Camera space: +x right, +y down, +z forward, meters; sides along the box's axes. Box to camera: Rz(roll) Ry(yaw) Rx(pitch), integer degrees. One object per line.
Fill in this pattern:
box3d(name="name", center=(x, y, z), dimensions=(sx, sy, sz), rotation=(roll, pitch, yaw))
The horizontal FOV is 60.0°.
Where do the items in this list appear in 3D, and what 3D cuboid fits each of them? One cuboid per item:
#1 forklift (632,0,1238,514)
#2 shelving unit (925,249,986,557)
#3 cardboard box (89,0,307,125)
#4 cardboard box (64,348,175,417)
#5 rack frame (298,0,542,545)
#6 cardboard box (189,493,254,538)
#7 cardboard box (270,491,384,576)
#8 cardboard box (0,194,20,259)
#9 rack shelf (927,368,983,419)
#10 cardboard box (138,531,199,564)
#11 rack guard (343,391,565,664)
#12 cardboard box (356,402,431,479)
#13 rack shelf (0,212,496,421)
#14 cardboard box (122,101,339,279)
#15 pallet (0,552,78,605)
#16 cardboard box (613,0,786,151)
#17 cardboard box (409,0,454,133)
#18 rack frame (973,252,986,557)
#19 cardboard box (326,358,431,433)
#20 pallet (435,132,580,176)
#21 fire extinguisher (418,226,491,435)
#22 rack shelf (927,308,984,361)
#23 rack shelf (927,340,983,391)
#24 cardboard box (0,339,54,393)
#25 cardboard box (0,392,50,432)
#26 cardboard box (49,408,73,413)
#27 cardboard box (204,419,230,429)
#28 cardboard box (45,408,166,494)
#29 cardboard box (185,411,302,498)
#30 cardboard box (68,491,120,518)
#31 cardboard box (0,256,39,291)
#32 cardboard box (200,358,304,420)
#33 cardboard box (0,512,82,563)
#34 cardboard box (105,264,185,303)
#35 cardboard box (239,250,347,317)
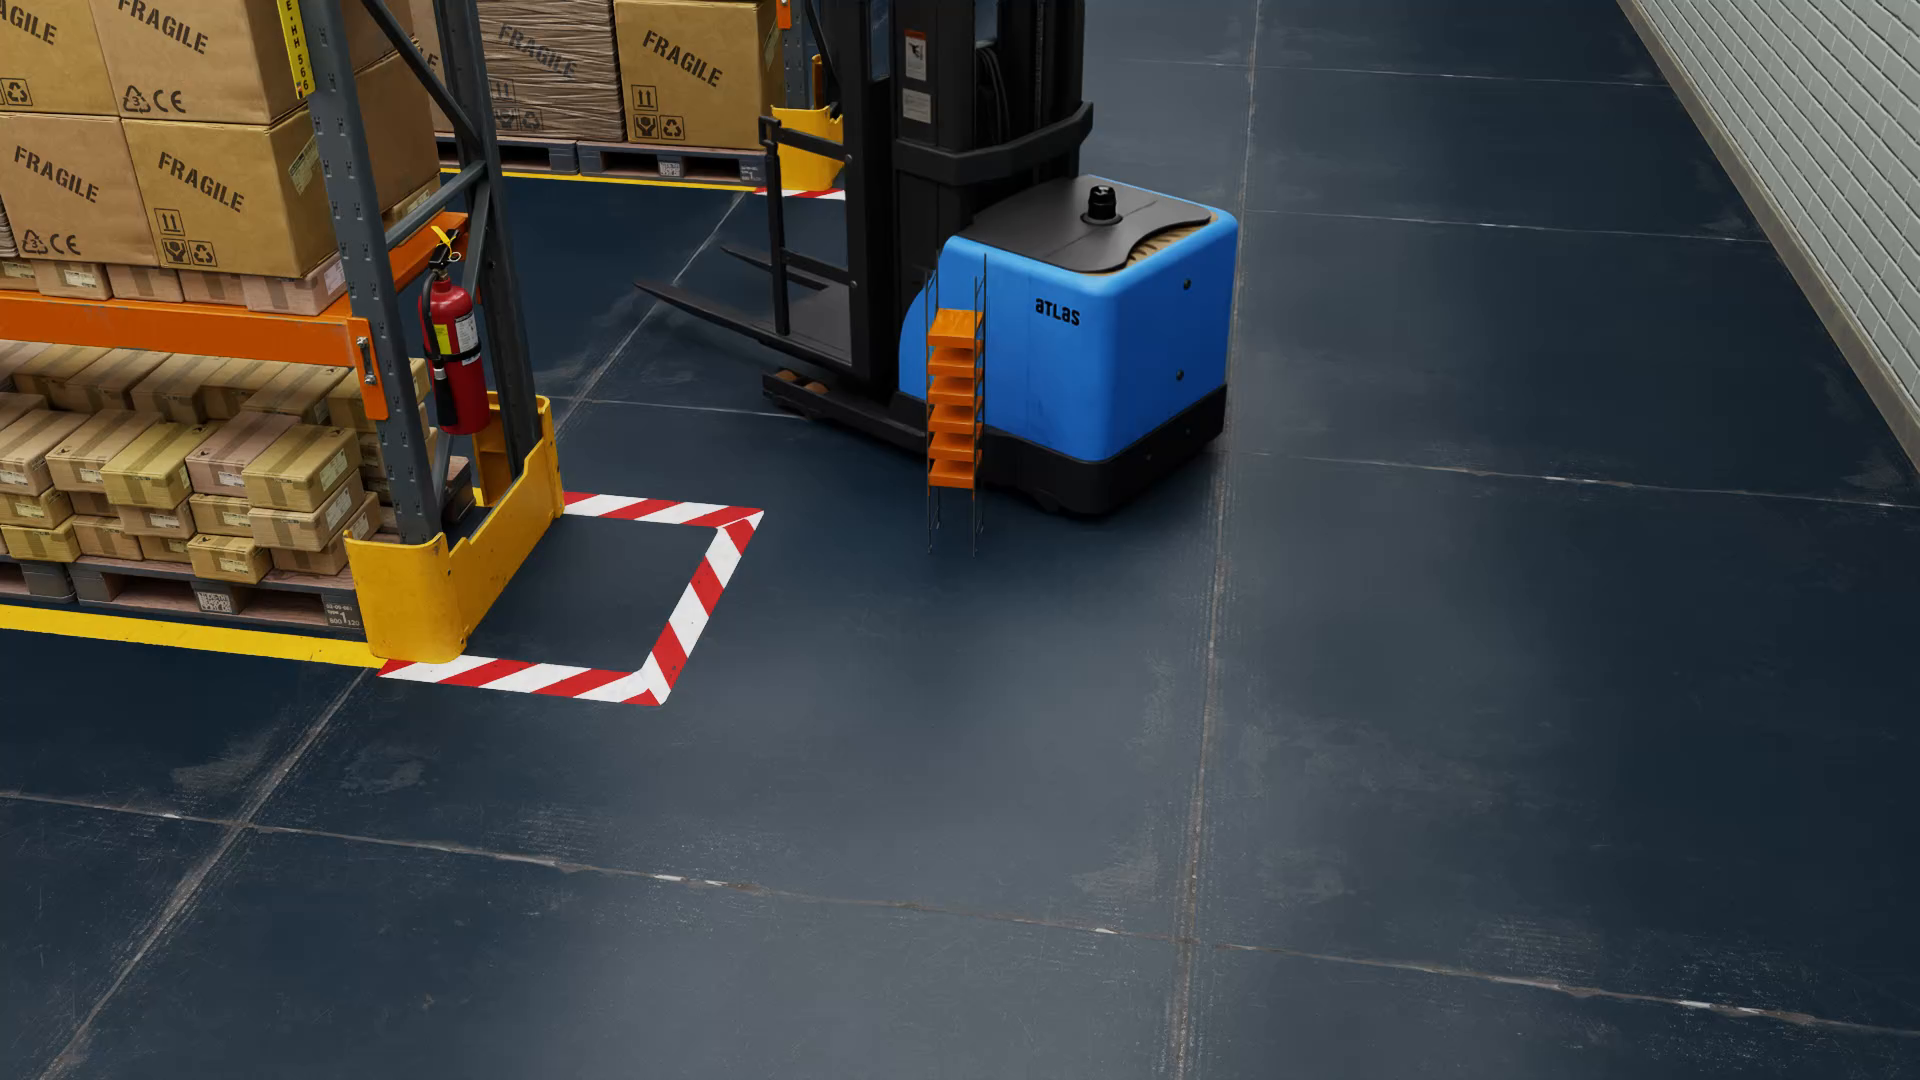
box3d(name="forklift", center=(-0.286, -1.988, 7.164), dimensions=(3.031, 2.935, 1.130), rotation=(24, 39, 33))
box3d(name="shelving unit", center=(-0.014, -0.510, 6.434), dimensions=(0.189, 1.200, 0.258), rotation=(5, 32, 8))
box3d(name="cardboard box", center=(-2.328, -1.633, 5.215), dimensions=(0.500, 0.500, 0.500), rotation=(5, 32, 7))
box3d(name="cardboard box", center=(-3.344, -0.636, 6.670), dimensions=(0.250, 0.149, 0.380), rotation=(6, 33, 10))
box3d(name="rack frame", center=(-1.835, -1.130, 5.729), dimensions=(0.127, 3.000, 1.000), rotation=(5, 32, 8))
box3d(name="cardboard box", center=(-2.652, -0.175, 6.214), dimensions=(0.250, 0.149, 0.380), rotation=(4, 32, 7))
box3d(name="cardboard box", center=(-2.389, -0.038, 6.274), dimensions=(0.250, 0.149, 0.380), rotation=(6, 32, 9))
box3d(name="cardboard box", center=(-3.330, -1.293, 5.614), dimensions=(0.500, 0.500, 0.500), rotation=(5, 32, 8))
box3d(name="rack shelf", center=(-0.014, -0.574, 6.394), dimensions=(0.180, 0.103, 0.258), rotation=(5, 32, 8))
box3d(name="cardboard box", center=(-2.906, -0.076, 6.336), dimensions=(0.250, 0.149, 0.380), rotation=(5, 32, 8))
box3d(name="rack guard", center=(-1.910, -0.078, 6.403), dimensions=(0.348, 0.500, 1.175), rotation=(5, 32, 8))
box3d(name="cardboard box", center=(-2.309, -0.407, 6.584), dimensions=(0.250, 0.149, 0.380), rotation=(6, 33, 10))
box3d(name="rack shelf", center=(-3.807, -1.004, 6.205), dimensions=(4.000, 0.370, 1.077), rotation=(5, 32, 8))
box3d(name="cardboard box", center=(-2.322, -1.204, 5.472), dimensions=(0.500, 0.500, 0.500), rotation=(6, 33, 9))
box3d(name="pallet", center=(-3.904, -0.156, 6.801), dimensions=(1.213, 0.211, 1.003), rotation=(5, 32, 8))
box3d(name="cardboard box", center=(-1.546, -3.008, 10.335), dimensions=(0.875, 0.875, 0.875), rotation=(5, 32, 8))
box3d(name="cardboard box", center=(-3.320, -3.169, 10.592), dimensions=(0.875, 0.875, 0.875), rotation=(5, 32, 8))
box3d(name="rack frame", center=(0.076, -0.502, 6.421), dimensions=(0.006, 1.200, 0.240), rotation=(5, 32, 8))
box3d(name="cardboard box", center=(-2.295, -0.576, 6.574), dimensions=(0.250, 0.149, 0.380), rotation=(4, 32, 6))
box3d(name="pallet", center=(-2.902, -2.674, 10.823), dimensions=(1.213, 0.211, 1.003), rotation=(5, 32, 8))
box3d(name="fire extinguisher", center=(-1.665, -0.676, 5.426), dimensions=(0.183, 0.674, 0.296), rotation=(5, 32, 8))
box3d(name="rack shelf", center=(-0.014, -0.777, 6.266), dimensions=(0.180, 0.103, 0.258), rotation=(5, 32, 8))
box3d(name="rack shelf", center=(-0.014, -0.676, 6.330), dimensions=(0.180, 0.103, 0.258), rotation=(5, 32, 8))
box3d(name="cardboard box", center=(-3.859, -0.656, 6.701), dimensions=(0.250, 0.149, 0.380), rotation=(5, 32, 8))
box3d(name="cardboard box", center=(-3.675, -0.409, 6.306), dimensions=(0.250, 0.149, 0.380), rotation=(4, 32, 7))
box3d(name="cardboard box", center=(-3.612, -0.493, 6.721), dimensions=(0.250, 0.149, 0.380), rotation=(7, 33, 11))
box3d(name="cardboard box", center=(-2.825, -0.437, 6.631), dimensions=(0.250, 0.149, 0.380), rotation=(6, 32, 9))
box3d(name="cardboard box", center=(-3.159, -0.332, 6.184), dimensions=(0.250, 0.149, 0.380), rotation=(4, 32, 6))
box3d(name="cardboard box", center=(-2.638, -0.319, 6.163), dimensions=(0.250, 0.149, 0.380), rotation=(6, 33, 9))
box3d(name="cardboard box", center=(-3.164, -0.247, 6.328), dimensions=(0.250, 0.149, 0.380), rotation=(5, 32, 8))
box3d(name="cardboard box", center=(-3.203, -1.011, 5.775), dimensions=(0.250, 0.149, 0.380), rotation=(4, 32, 6))
box3d(name="cardboard box", center=(-2.814, -0.628, 6.656), dimensions=(0.250, 0.149, 0.380), rotation=(5, 32, 8))
box3d(name="cardboard box", center=(-3.413, -0.082, 6.344), dimensions=(0.250, 0.149, 0.380), rotation=(4, 32, 6))
box3d(name="cardboard box", center=(-2.693, -0.961, 5.696), dimensions=(0.250, 0.149, 0.380), rotation=(5, 32, 8))
box3d(name="cardboard box", center=(-2.204, -0.905, 5.606), dimensions=(0.250, 0.149, 0.380), rotation=(5, 32, 8))
